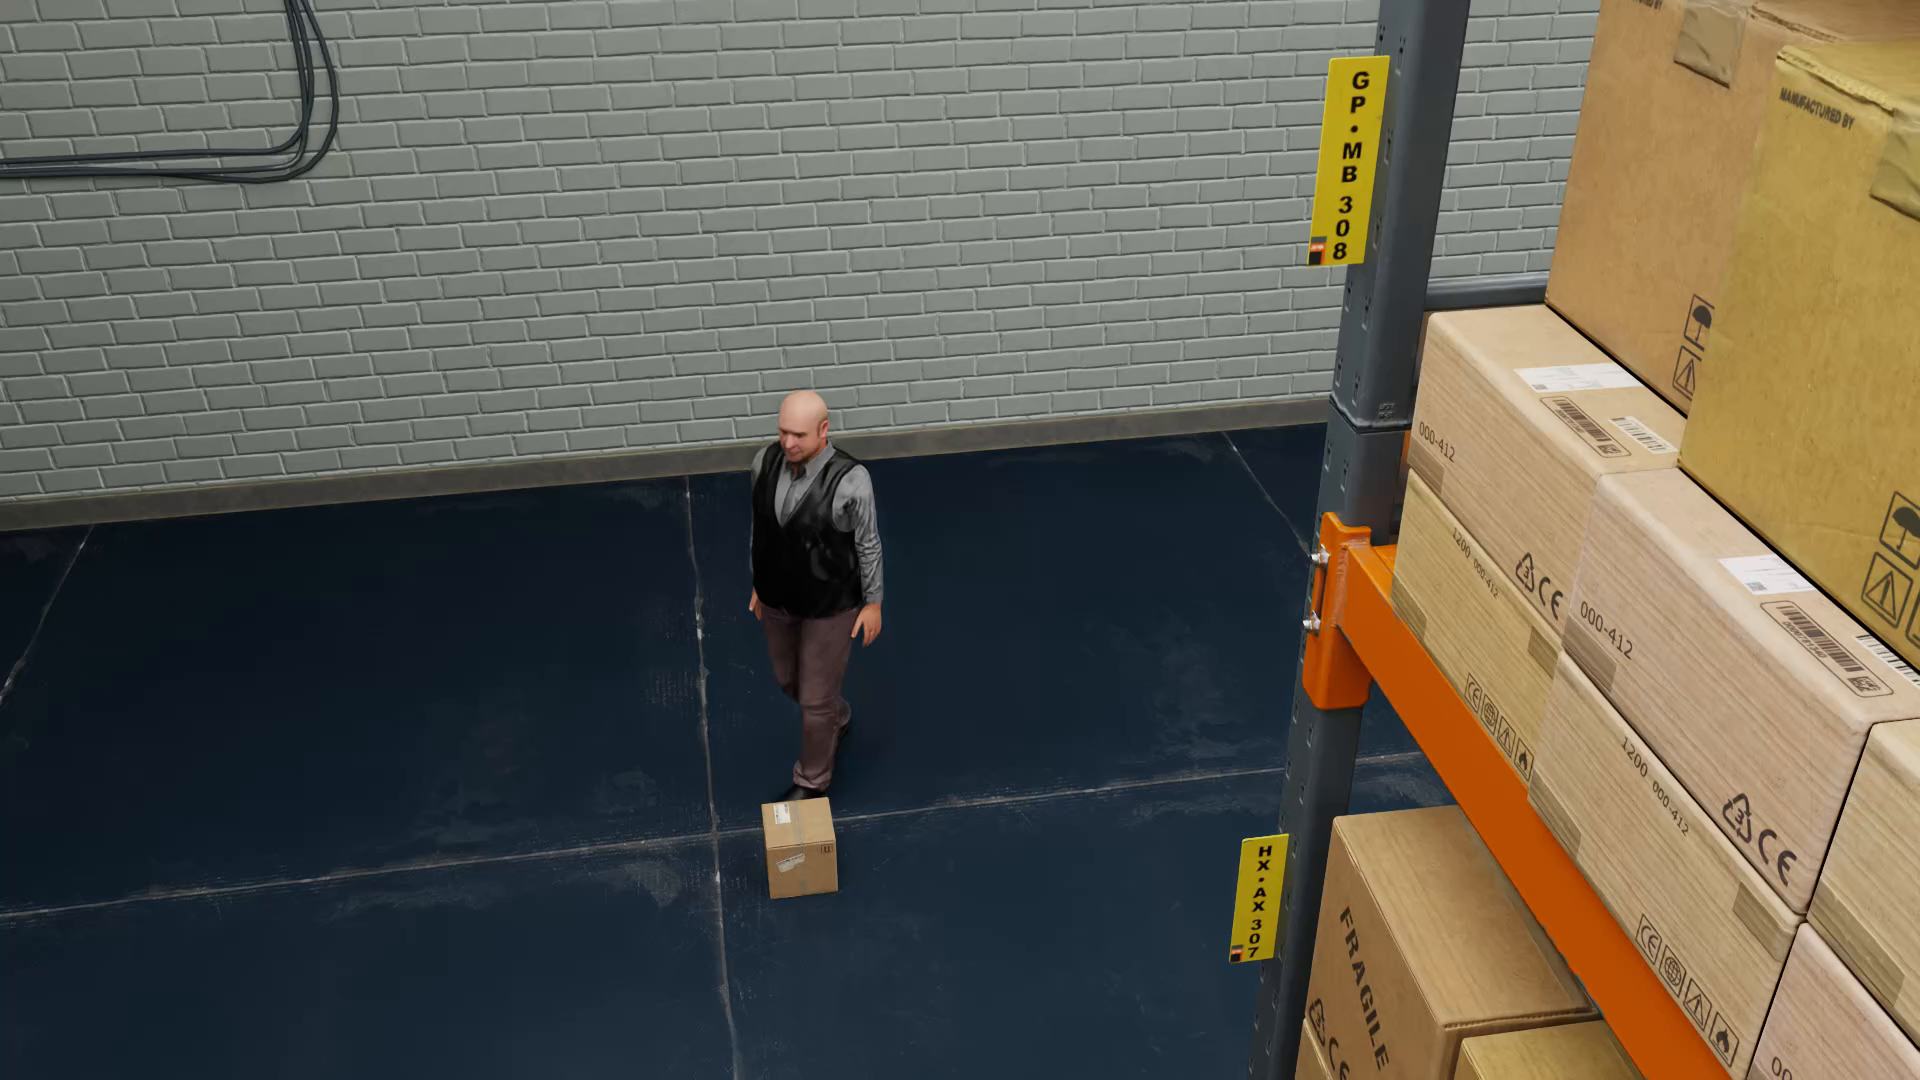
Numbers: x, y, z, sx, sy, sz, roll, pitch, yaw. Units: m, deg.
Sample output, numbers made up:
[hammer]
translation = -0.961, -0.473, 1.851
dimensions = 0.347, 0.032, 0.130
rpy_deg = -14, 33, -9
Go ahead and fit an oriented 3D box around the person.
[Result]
[person]
translation = -0.576, 0.238, 6.253
dimensions = 0.558, 1.719, 0.659
rpy_deg = 16, 34, 26
